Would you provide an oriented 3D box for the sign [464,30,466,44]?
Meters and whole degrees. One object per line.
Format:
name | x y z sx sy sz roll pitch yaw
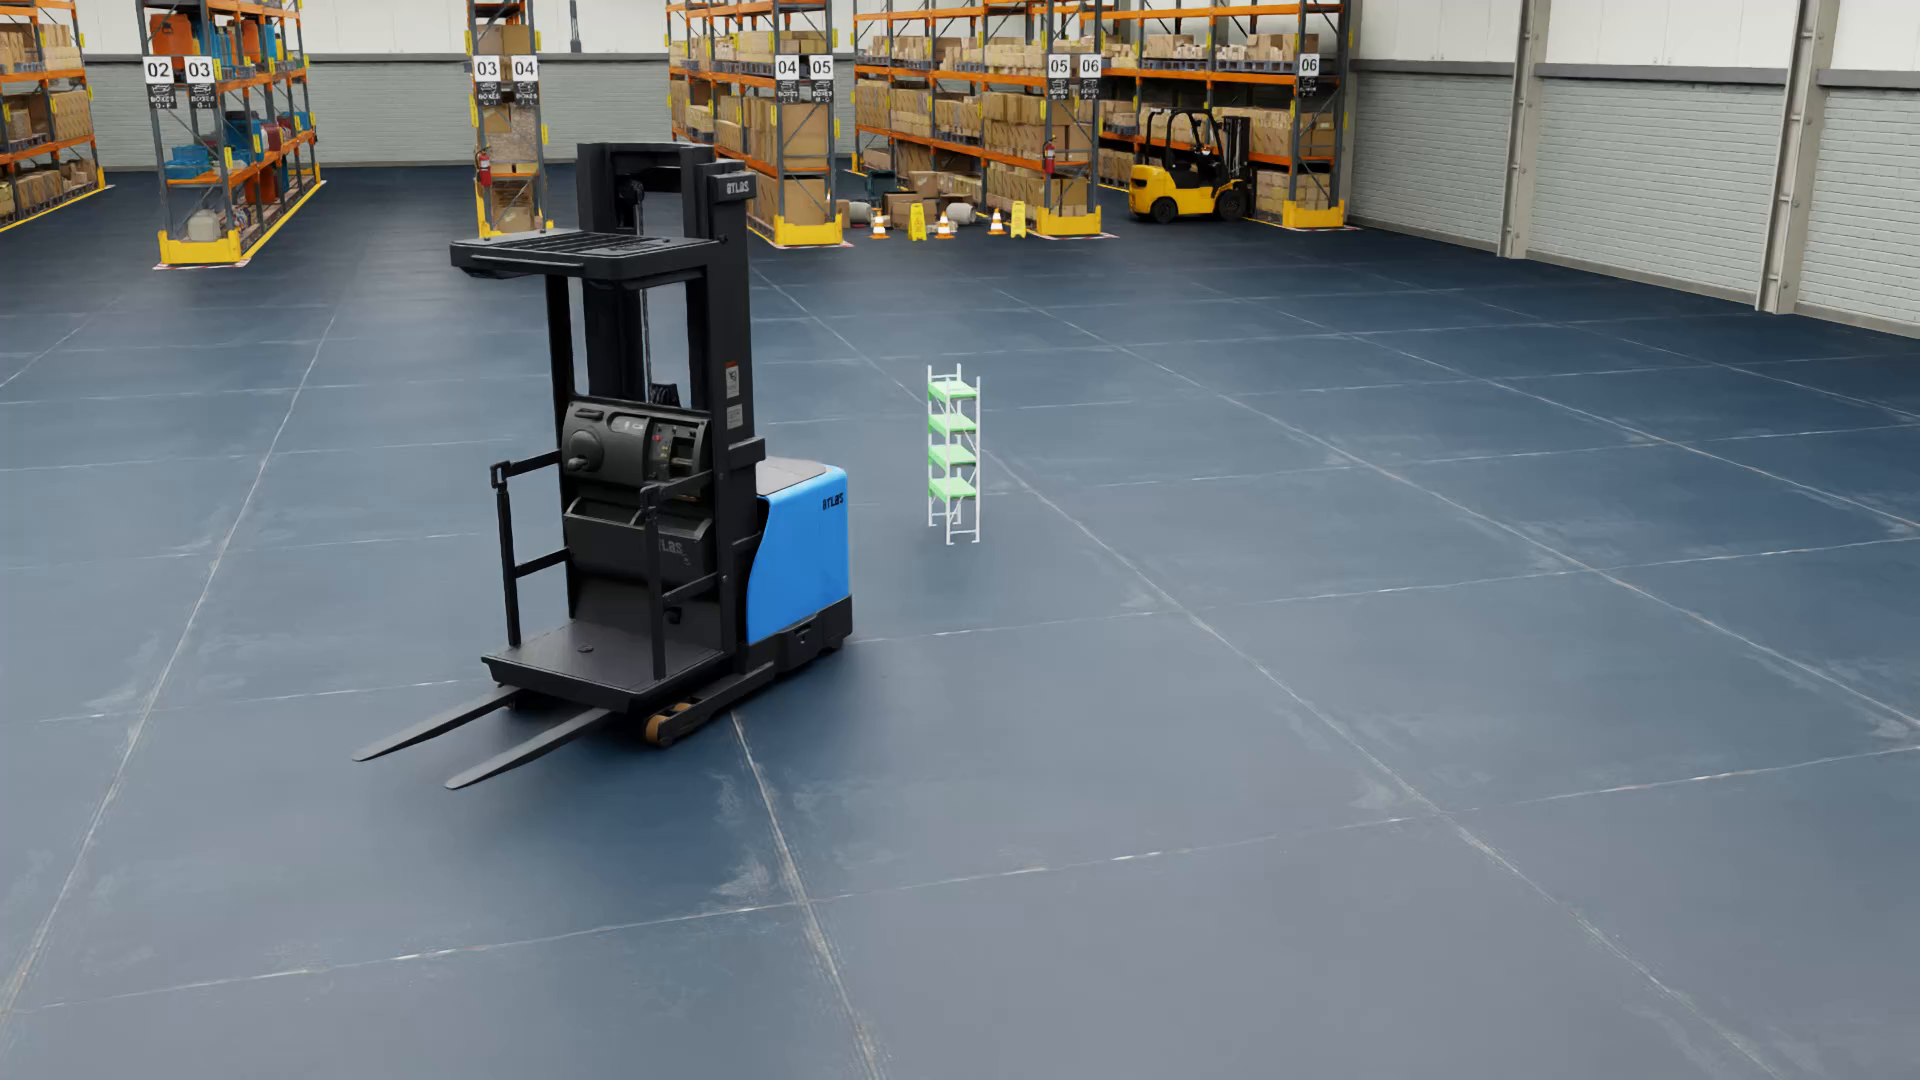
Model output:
sign | -9.117 -9.272 30.809 0.100 0.325 0.005 -5 17 -15

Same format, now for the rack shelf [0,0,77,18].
rack shelf | -20.858 -11.955 37.367 1.077 0.370 4.000 -5 17 -15

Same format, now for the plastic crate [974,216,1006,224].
plastic crate | 0.587 -6.331 32.888 0.402 0.080 0.583 -12 20 -34

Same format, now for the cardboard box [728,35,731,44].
cardboard box | -4.982 -11.110 37.005 0.396 0.266 0.258 -5 17 -15

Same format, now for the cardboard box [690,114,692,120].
cardboard box | -6.103 -9.885 38.835 0.380 0.149 0.250 -5 18 -18

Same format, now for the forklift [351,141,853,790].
forklift | -1.809 -0.498 8.516 1.130 2.935 3.031 9 19 28

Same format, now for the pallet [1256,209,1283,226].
pallet | 6.565 -6.388 32.850 1.003 0.211 1.213 -5 17 -15

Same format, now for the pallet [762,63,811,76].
pallet | -2.902 -8.301 29.312 1.003 0.211 1.213 -5 17 -15

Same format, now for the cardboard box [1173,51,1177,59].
cardboard box | 4.910 -10.680 36.612 0.380 0.149 0.250 -5 17 -16

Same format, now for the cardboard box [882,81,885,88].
cardboard box | -1.759 -11.558 42.177 0.380 0.149 0.250 -5 17 -16

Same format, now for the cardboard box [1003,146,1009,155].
cardboard box | 1.065 -7.641 32.611 0.380 0.149 0.250 -5 17 -15

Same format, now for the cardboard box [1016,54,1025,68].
cardboard box | 1.360 -9.031 31.334 0.500 0.250 0.500 -4 17 -14

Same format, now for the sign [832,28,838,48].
sign | -2.153 -8.638 28.622 0.100 0.325 0.005 -5 17 -15

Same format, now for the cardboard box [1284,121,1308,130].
cardboard box | 6.451 -7.947 31.894 0.380 0.149 0.250 -4 17 -14

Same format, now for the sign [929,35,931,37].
sign | -0.735 -12.321 41.097 0.100 0.325 0.005 -5 17 -15

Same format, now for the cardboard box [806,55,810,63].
cardboard box | -2.474 -8.388 28.980 0.380 0.149 0.250 -5 17 -15

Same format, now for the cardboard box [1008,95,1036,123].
cardboard box | 1.322 -8.188 31.569 0.700 0.500 0.500 -5 17 -16

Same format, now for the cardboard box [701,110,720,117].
cardboard box | -5.529 -9.450 36.870 0.380 0.149 0.250 -5 17 -16

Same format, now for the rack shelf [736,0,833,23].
rack shelf | -3.238 -9.593 30.190 1.077 0.370 4.000 -5 17 -15

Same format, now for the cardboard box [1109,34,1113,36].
cardboard box | 3.667 -12.661 41.970 0.396 0.266 0.258 -5 17 -16

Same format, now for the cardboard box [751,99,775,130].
cardboard box | -3.440 -7.990 31.199 0.875 0.550 0.550 -5 17 -15

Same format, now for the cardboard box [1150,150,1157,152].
cardboard box | 4.595 -9.432 40.625 0.380 0.149 0.250 -6 18 -18

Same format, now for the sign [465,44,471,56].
sign | -10.219 -10.231 34.549 0.100 0.325 0.005 -5 17 -15

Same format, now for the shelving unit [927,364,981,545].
shelving unit | -0.045 -0.620 11.932 0.258 1.200 0.503 -5 17 -15

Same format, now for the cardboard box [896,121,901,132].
cardboard box | -1.243 -10.083 40.567 0.500 0.250 0.500 -5 17 -17

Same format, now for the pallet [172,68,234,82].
pallet | -12.380 -7.529 26.918 1.003 0.211 1.213 -5 17 -15

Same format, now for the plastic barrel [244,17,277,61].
plastic barrel | -14.929 -10.684 35.489 0.600 0.901 0.708 -5 17 -15

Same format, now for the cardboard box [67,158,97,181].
cardboard box | -21.021 -8.864 39.828 0.500 0.500 0.500 -5 17 -15

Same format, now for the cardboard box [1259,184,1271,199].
cardboard box | 6.253 -6.888 32.850 0.500 0.250 0.500 -5 17 -16

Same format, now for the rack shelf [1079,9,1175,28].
rack shelf | 4.067 -12.618 40.263 1.077 0.370 4.000 -5 17 -15

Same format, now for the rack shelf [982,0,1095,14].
rack shelf | 1.494 -10.202 31.529 1.077 0.370 4.000 -5 17 -15

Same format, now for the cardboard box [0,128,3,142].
cardboard box | -19.491 -8.183 33.076 0.700 0.500 0.500 -12 20 -34

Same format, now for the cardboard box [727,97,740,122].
cardboard box | -4.489 -9.035 34.906 0.700 0.500 0.500 -5 17 -16

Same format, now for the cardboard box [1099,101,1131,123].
cardboard box | 3.793 -10.571 41.028 0.700 0.500 0.500 -5 17 -16

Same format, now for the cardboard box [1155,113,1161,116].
cardboard box | 4.675 -9.761 37.931 0.380 0.149 0.250 -4 17 -15

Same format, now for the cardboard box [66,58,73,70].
cardboard box | -20.736 -10.949 38.234 0.500 0.250 0.500 -5 17 -15

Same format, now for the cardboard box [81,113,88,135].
cardboard box | -20.877 -9.784 39.136 0.500 0.500 0.500 -5 17 -15

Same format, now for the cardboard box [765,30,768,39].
cardboard box | -3.174 -8.785 28.917 0.380 0.149 0.250 -5 17 -15

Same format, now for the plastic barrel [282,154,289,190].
plastic barrel | -15.412 -8.310 37.321 0.600 0.901 0.708 -5 17 -15

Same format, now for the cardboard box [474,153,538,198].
cardboard box | -9.853 -7.927 36.091 1.225 0.875 0.875 -6 18 -18

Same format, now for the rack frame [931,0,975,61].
rack frame | -0.155 -12.208 36.950 1.000 3.000 0.127 -5 17 -15

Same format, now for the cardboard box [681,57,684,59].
cardboard box | -6.506 -11.640 40.534 0.500 0.250 0.500 -5 17 -15

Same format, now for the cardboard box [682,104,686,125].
cardboard box | -6.532 -10.467 40.893 0.500 0.500 0.500 -5 17 -17

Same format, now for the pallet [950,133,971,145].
pallet | 0.429 -8.698 36.029 1.003 0.211 1.213 -5 17 -15

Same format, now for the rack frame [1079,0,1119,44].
rack frame | 3.517 -13.707 41.943 1.000 3.000 0.127 -5 17 -15

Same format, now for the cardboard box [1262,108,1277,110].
cardboard box | 6.390 -8.776 34.134 0.380 0.149 0.250 -5 17 -16

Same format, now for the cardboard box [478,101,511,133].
cardboard box | -7.874 -7.140 28.078 0.500 0.500 0.500 -5 17 -15

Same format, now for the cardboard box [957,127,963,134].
cardboard box | 0.153 -8.860 35.940 0.380 0.149 0.250 -4 17 -14

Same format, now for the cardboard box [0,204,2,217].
cardboard box | -18.550 -6.245 31.578 0.500 0.250 0.500 -4 17 -14

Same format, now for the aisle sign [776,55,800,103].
aisle sign | -2.957 -7.904 28.532 0.394 0.787 0.004 -5 17 -15

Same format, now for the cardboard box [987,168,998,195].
cardboard box | 0.847 -7.287 33.743 0.500 0.500 0.500 -4 17 -13

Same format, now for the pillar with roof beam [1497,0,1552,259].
pillar with roof beam | 5.000 -8.652 25.113 9.100 9.000 0.400 -5 17 -15

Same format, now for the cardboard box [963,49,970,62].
cardboard box | 0.371 -10.225 35.096 0.500 0.250 0.500 -4 17 -15

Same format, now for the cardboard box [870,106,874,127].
cardboard box | -2.056 -11.023 43.259 0.500 0.500 0.500 -4 17 -13
